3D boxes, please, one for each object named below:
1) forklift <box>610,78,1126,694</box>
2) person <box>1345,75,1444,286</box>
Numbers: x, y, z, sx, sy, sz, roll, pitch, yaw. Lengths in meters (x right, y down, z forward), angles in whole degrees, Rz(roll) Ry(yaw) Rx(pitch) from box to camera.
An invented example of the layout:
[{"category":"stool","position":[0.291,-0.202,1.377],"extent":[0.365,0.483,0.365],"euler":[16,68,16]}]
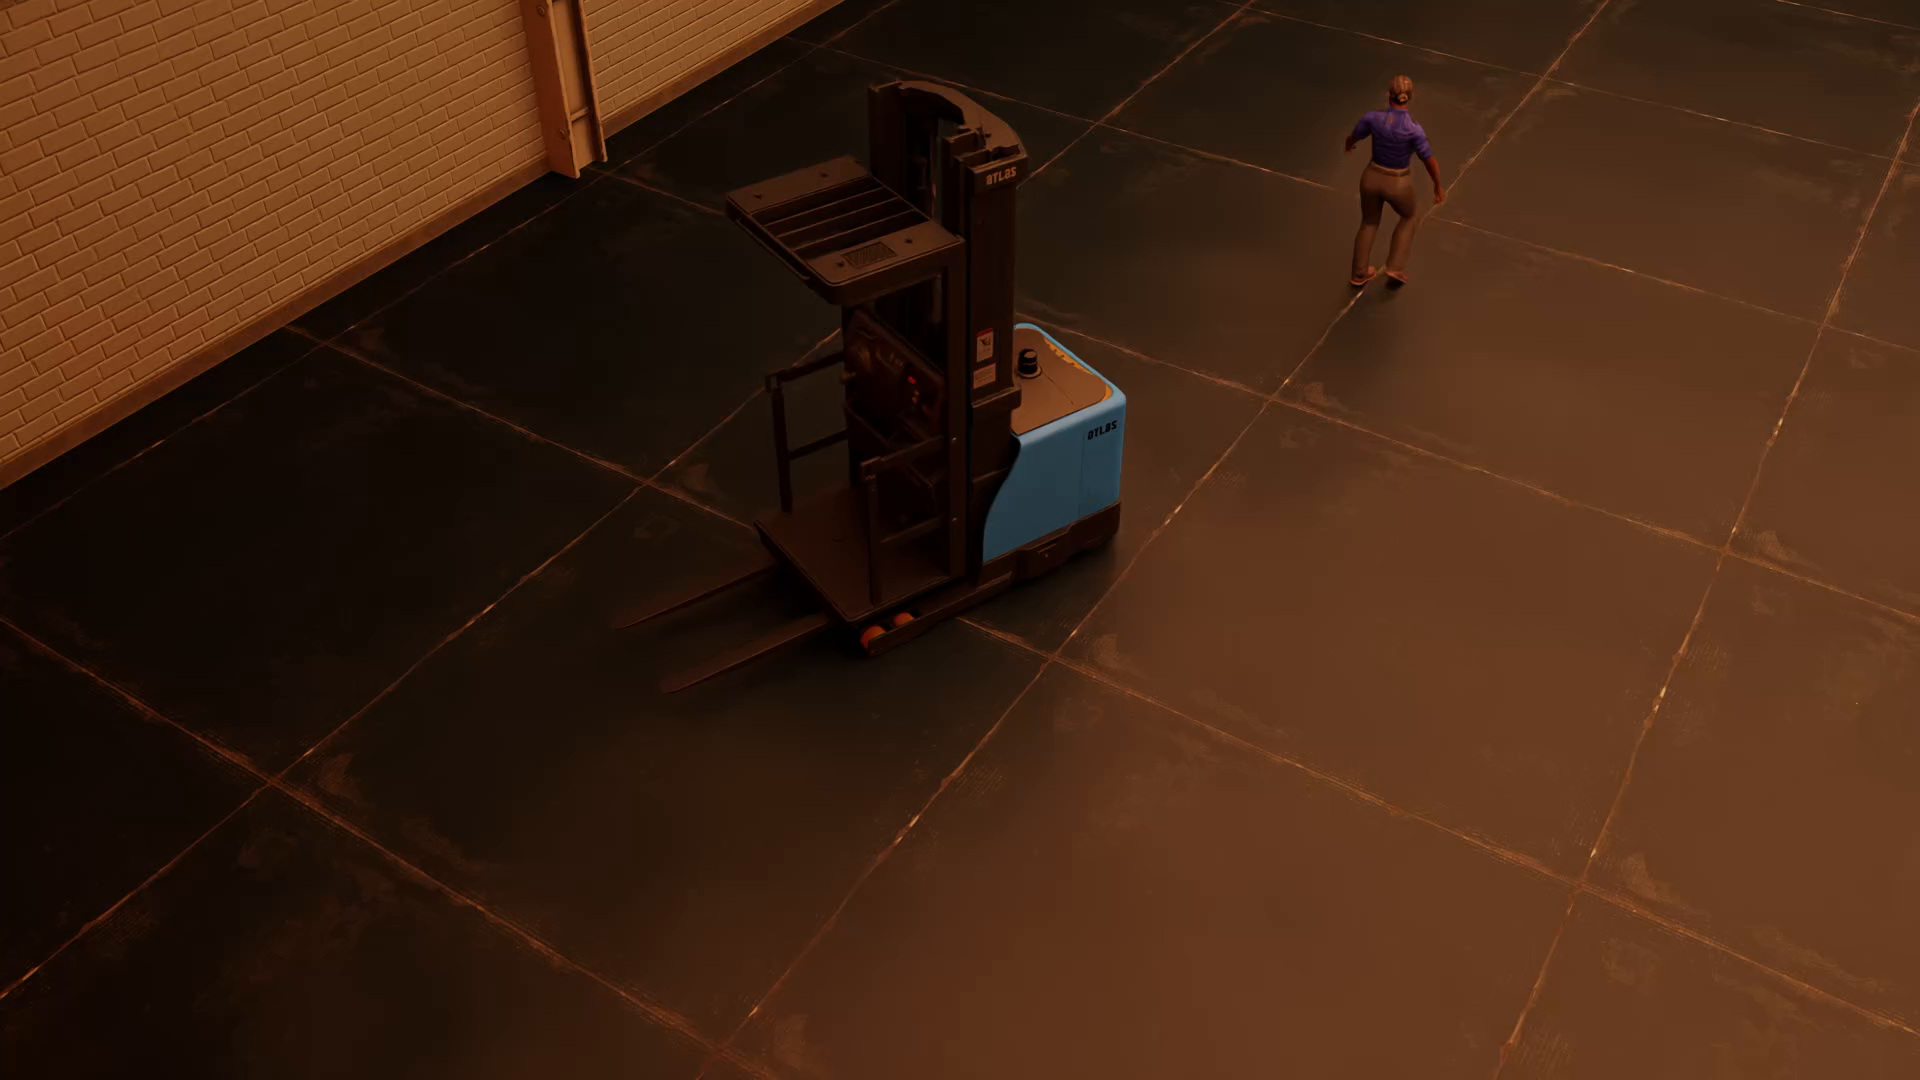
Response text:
[{"category":"forklift","position":[-0.530,-0.854,8.975],"extent":[3.031,2.935,1.130],"euler":[-24,46,-26]},{"category":"person","position":[3.100,-2.585,12.068],"extent":[0.819,1.665,0.438],"euler":[26,47,27]}]
